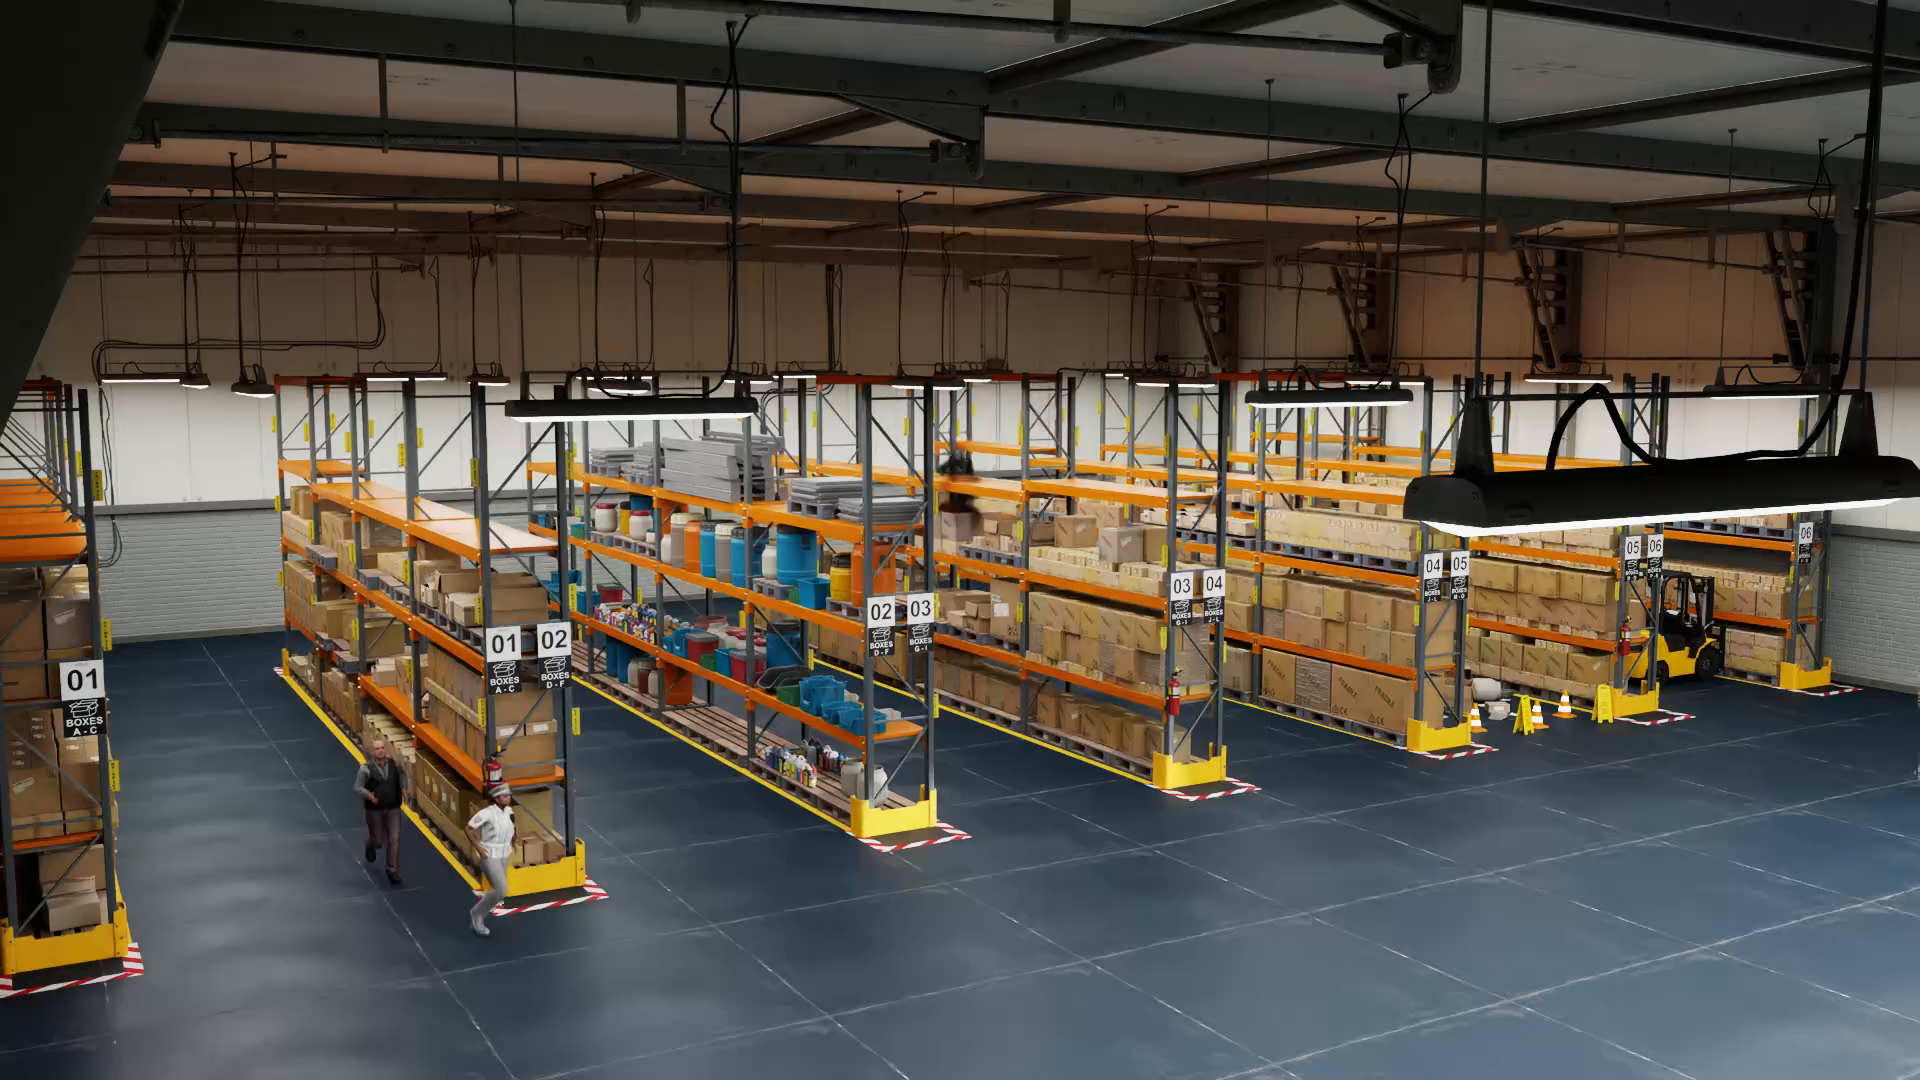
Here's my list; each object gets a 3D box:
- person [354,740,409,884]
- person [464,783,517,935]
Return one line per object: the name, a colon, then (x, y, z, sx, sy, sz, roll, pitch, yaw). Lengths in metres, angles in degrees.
person: (-7.003, 3.275, 20.236, 0.676, 1.689, 0.941, -4, 7, -33)
person: (-5.128, 3.508, 18.398, 0.559, 1.655, 0.580, 3, 7, 23)
